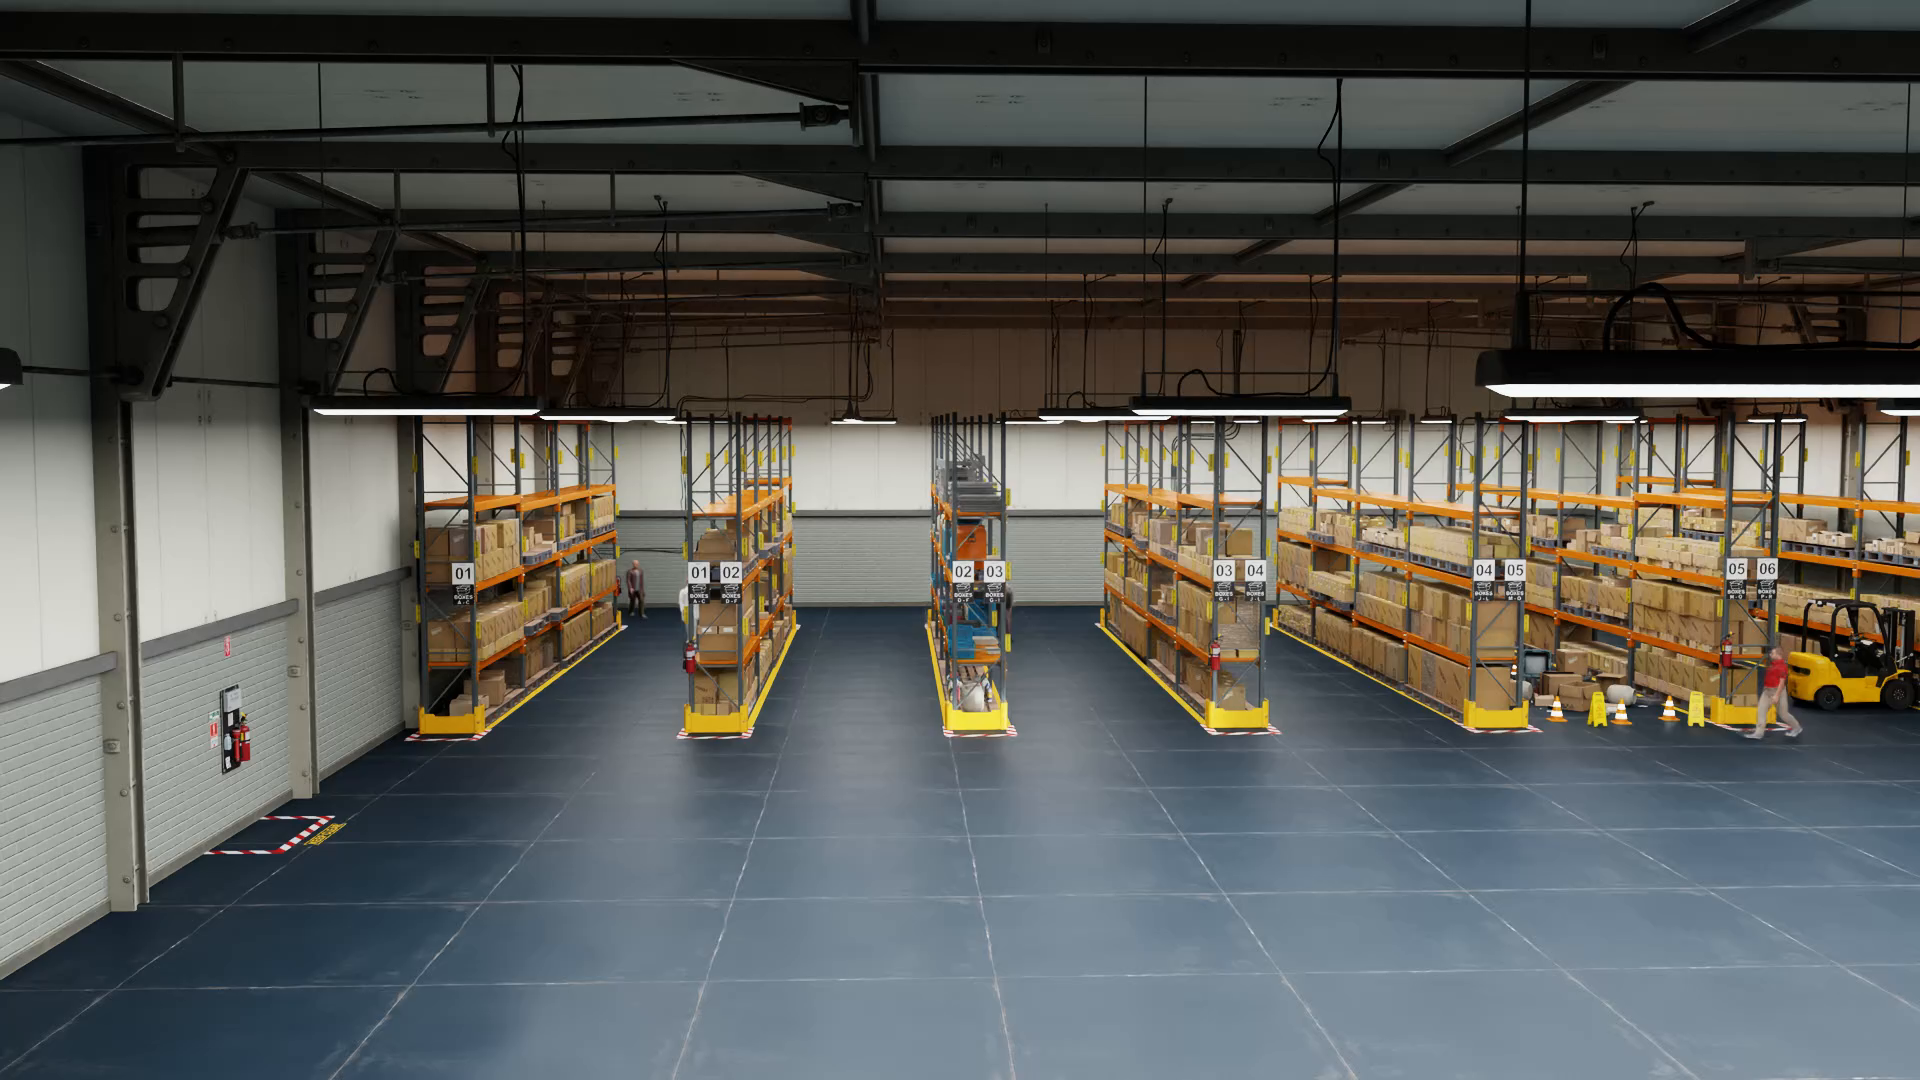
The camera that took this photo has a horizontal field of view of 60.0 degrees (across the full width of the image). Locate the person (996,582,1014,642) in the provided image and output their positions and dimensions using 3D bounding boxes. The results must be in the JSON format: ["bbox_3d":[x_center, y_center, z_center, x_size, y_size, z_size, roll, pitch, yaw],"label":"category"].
[{"bbox_3d":[1.157,1.863,44.399,0.616,1.681,0.977,-1,4,-19],"label":"person"}]

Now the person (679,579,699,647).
[{"bbox_3d":[-7.052,1.888,43.337,0.536,1.724,1.048,0,4,-4],"label":"person"}]

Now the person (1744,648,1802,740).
[{"bbox_3d":[14.901,2.809,30.352,1.002,1.691,0.508,-1,4,-20],"label":"person"}]

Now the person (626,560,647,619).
[{"bbox_3d":[-9.648,1.472,49.520,0.573,1.727,1.106,-2,4,-25],"label":"person"}]
